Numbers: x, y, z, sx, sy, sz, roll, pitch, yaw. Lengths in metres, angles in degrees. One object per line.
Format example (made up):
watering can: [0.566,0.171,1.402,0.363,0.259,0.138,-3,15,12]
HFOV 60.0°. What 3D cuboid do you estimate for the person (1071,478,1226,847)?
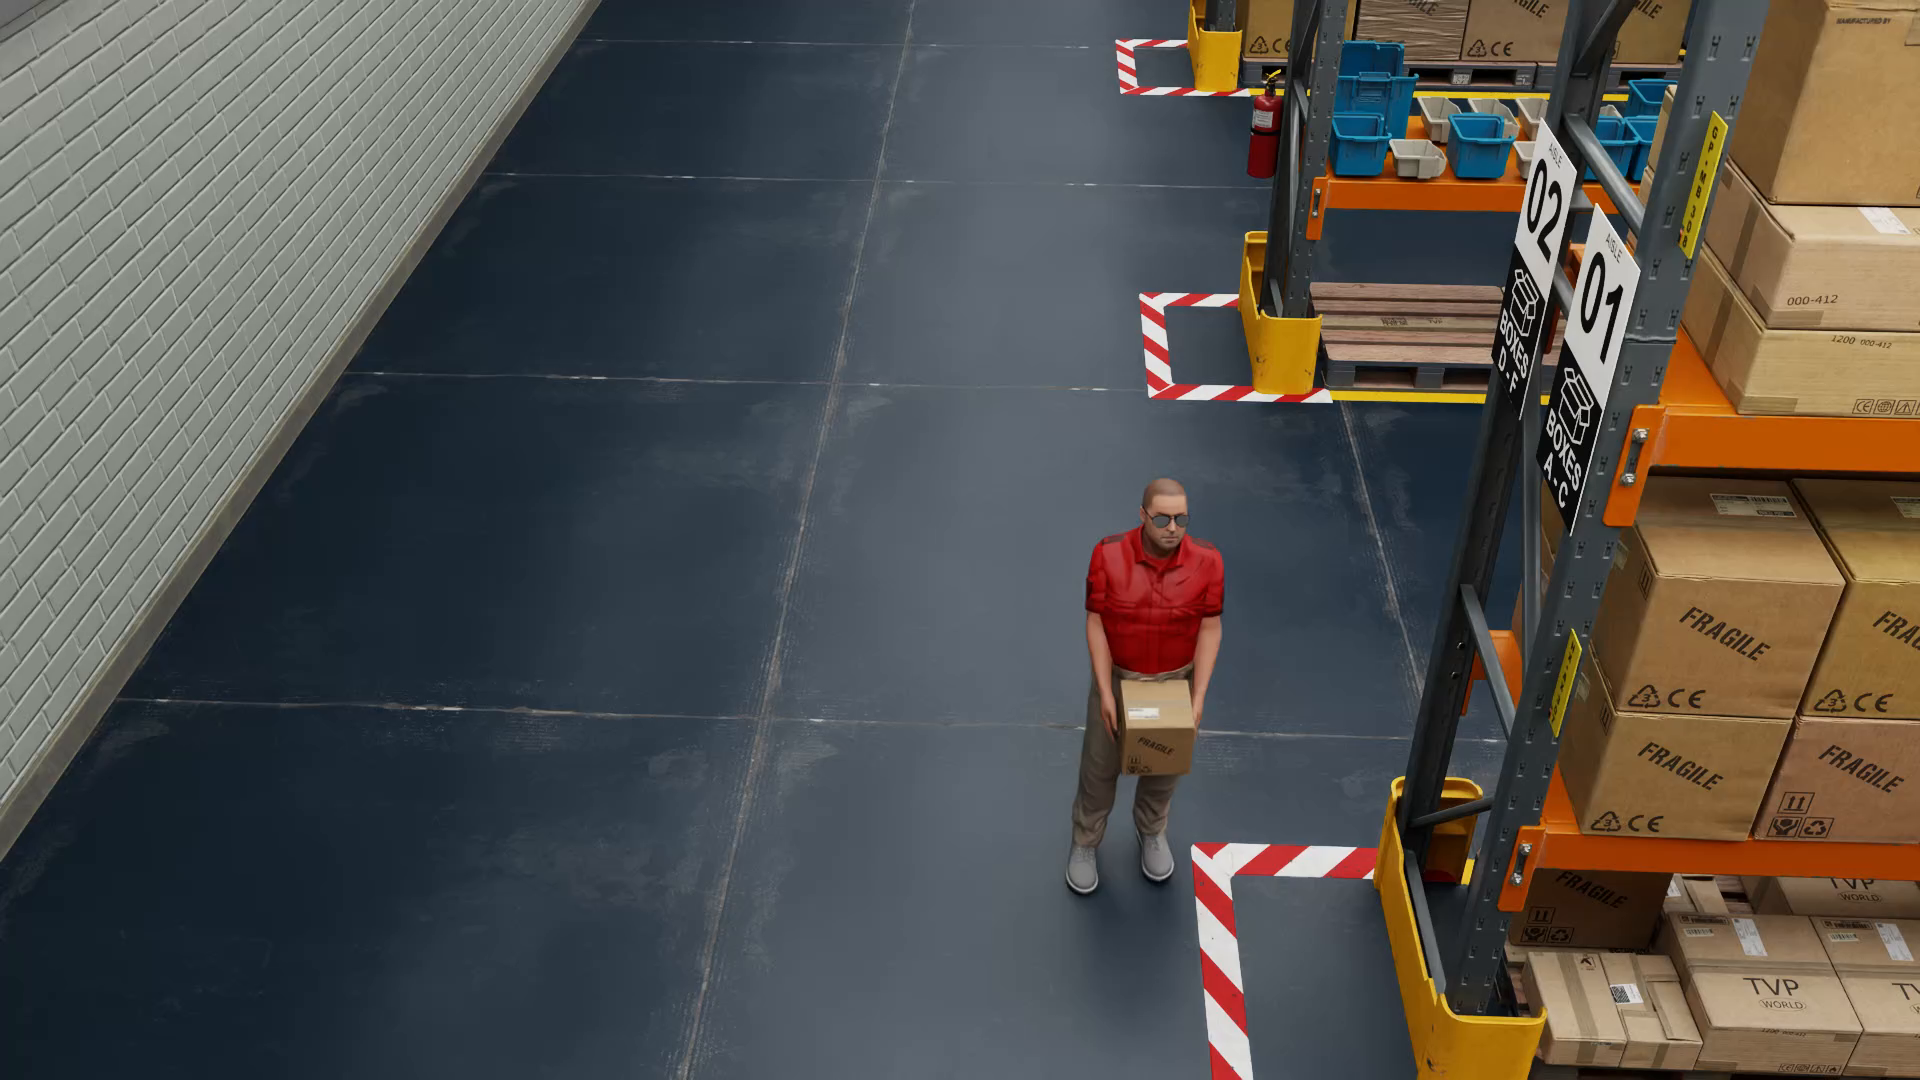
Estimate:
person: [0.716,0.552,6.297,0.531,1.664,0.479,0,35,0]
